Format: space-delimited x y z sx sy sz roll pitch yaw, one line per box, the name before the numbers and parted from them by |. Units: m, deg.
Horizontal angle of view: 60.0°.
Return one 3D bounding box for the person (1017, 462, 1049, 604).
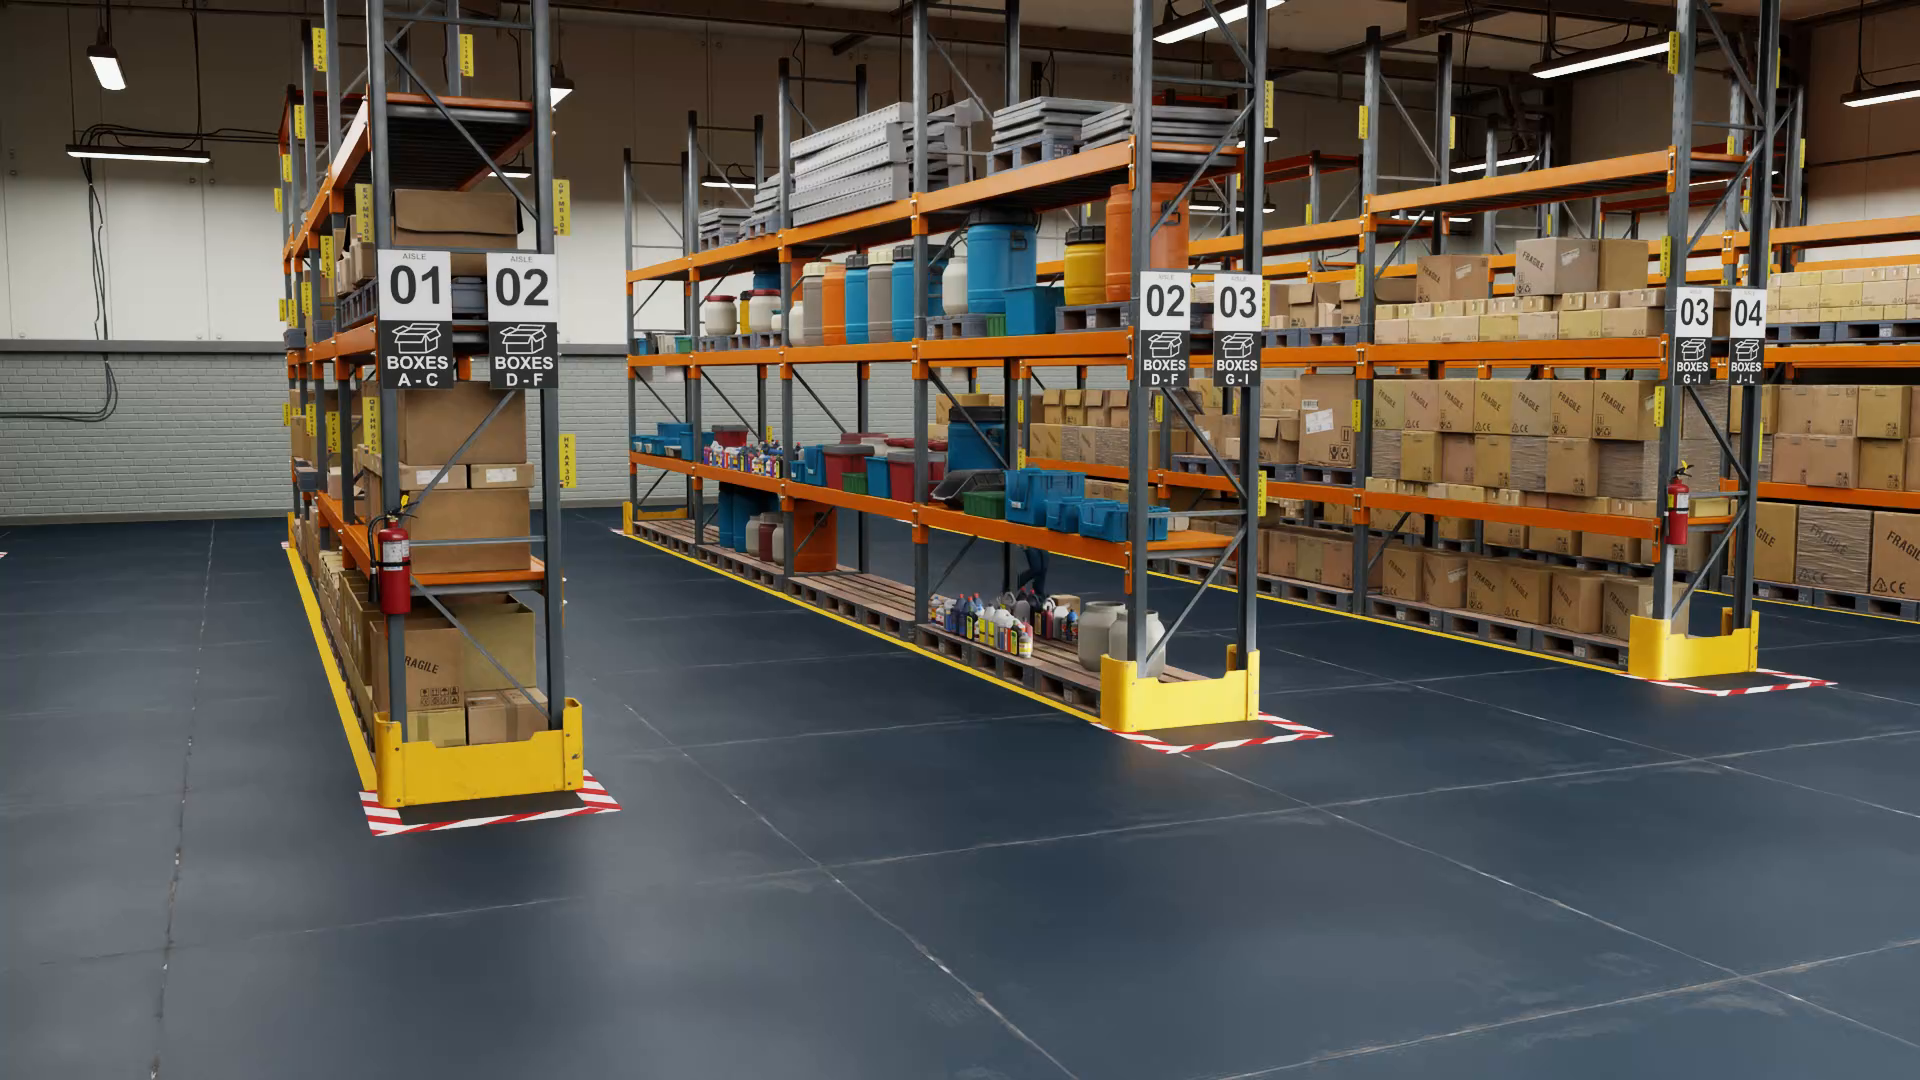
person | 0.754 -0.026 17.442 0.504 1.592 0.431 4 7 33
